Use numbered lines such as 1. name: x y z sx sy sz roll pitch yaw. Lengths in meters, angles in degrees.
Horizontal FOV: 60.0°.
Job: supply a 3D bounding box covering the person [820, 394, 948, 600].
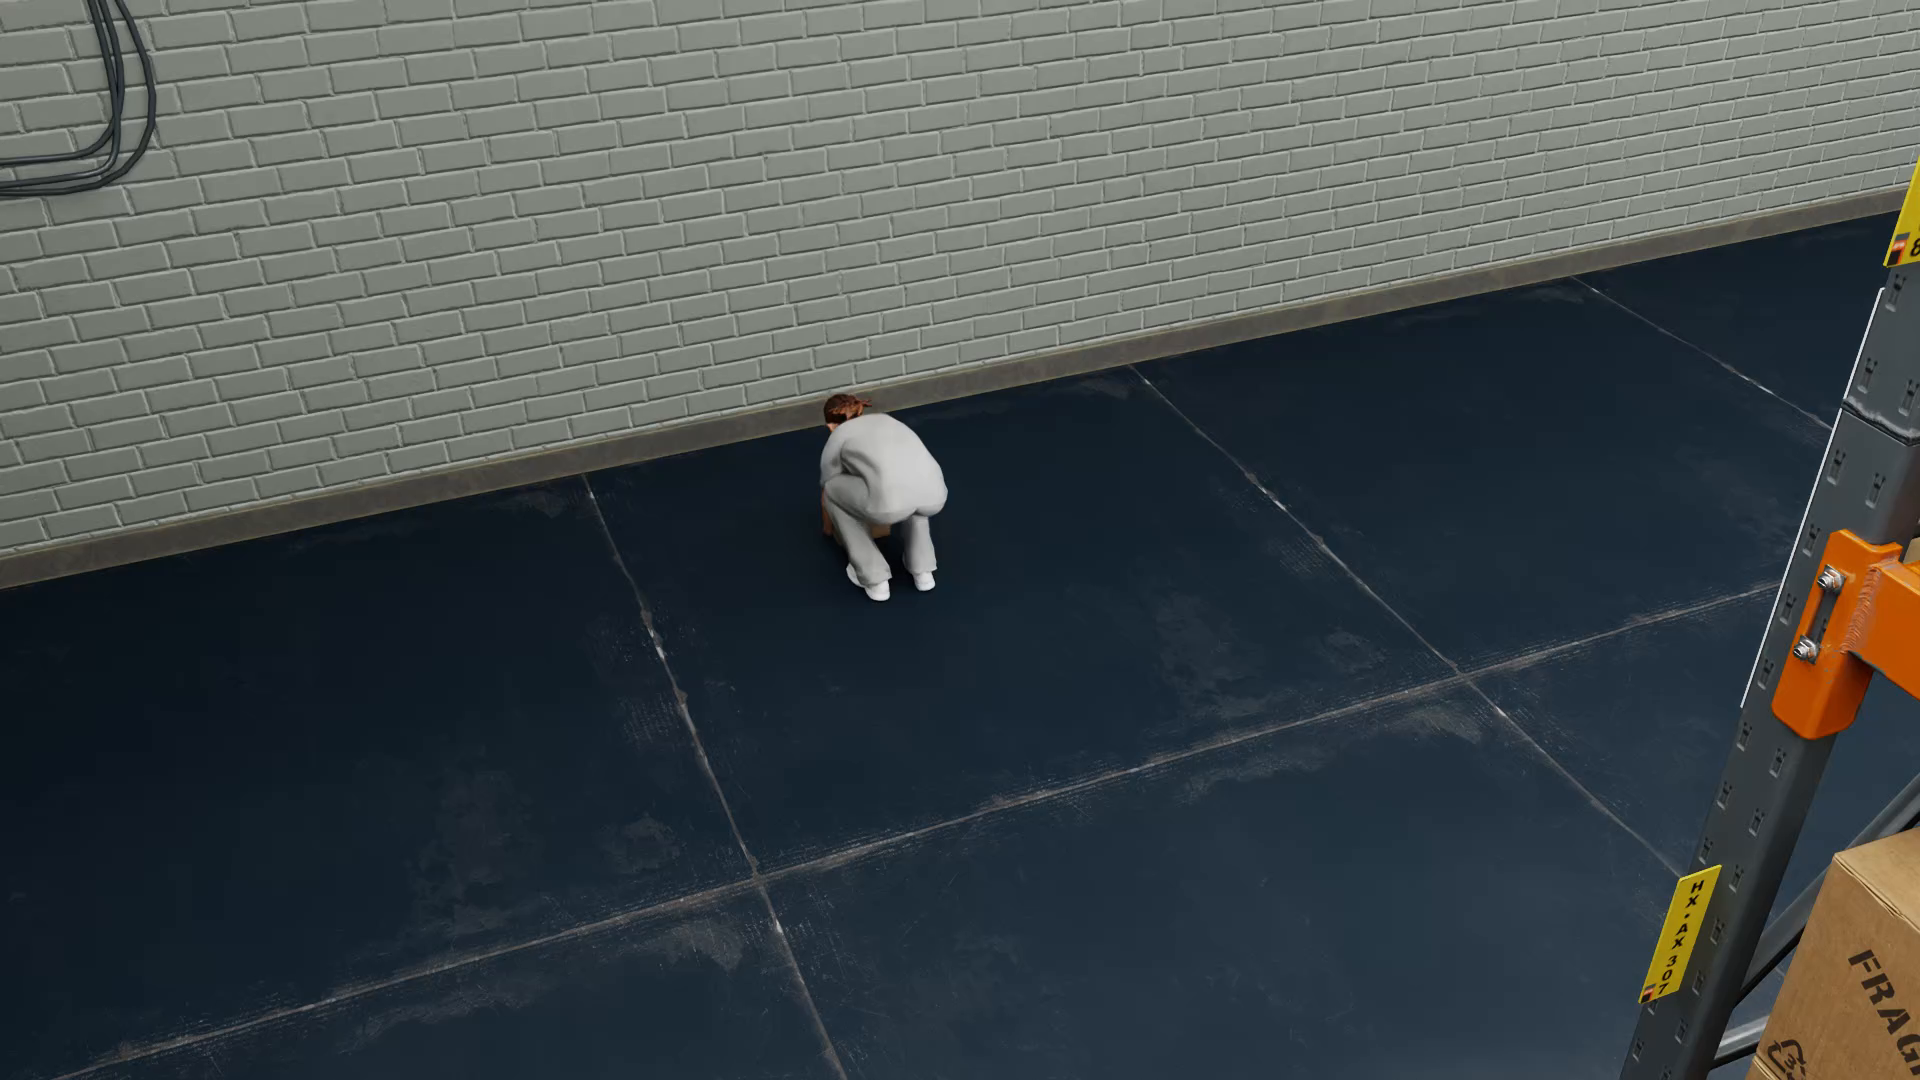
1. person: -0.363 -0.205 7.305 0.460 0.761 0.867 -14 36 -20
